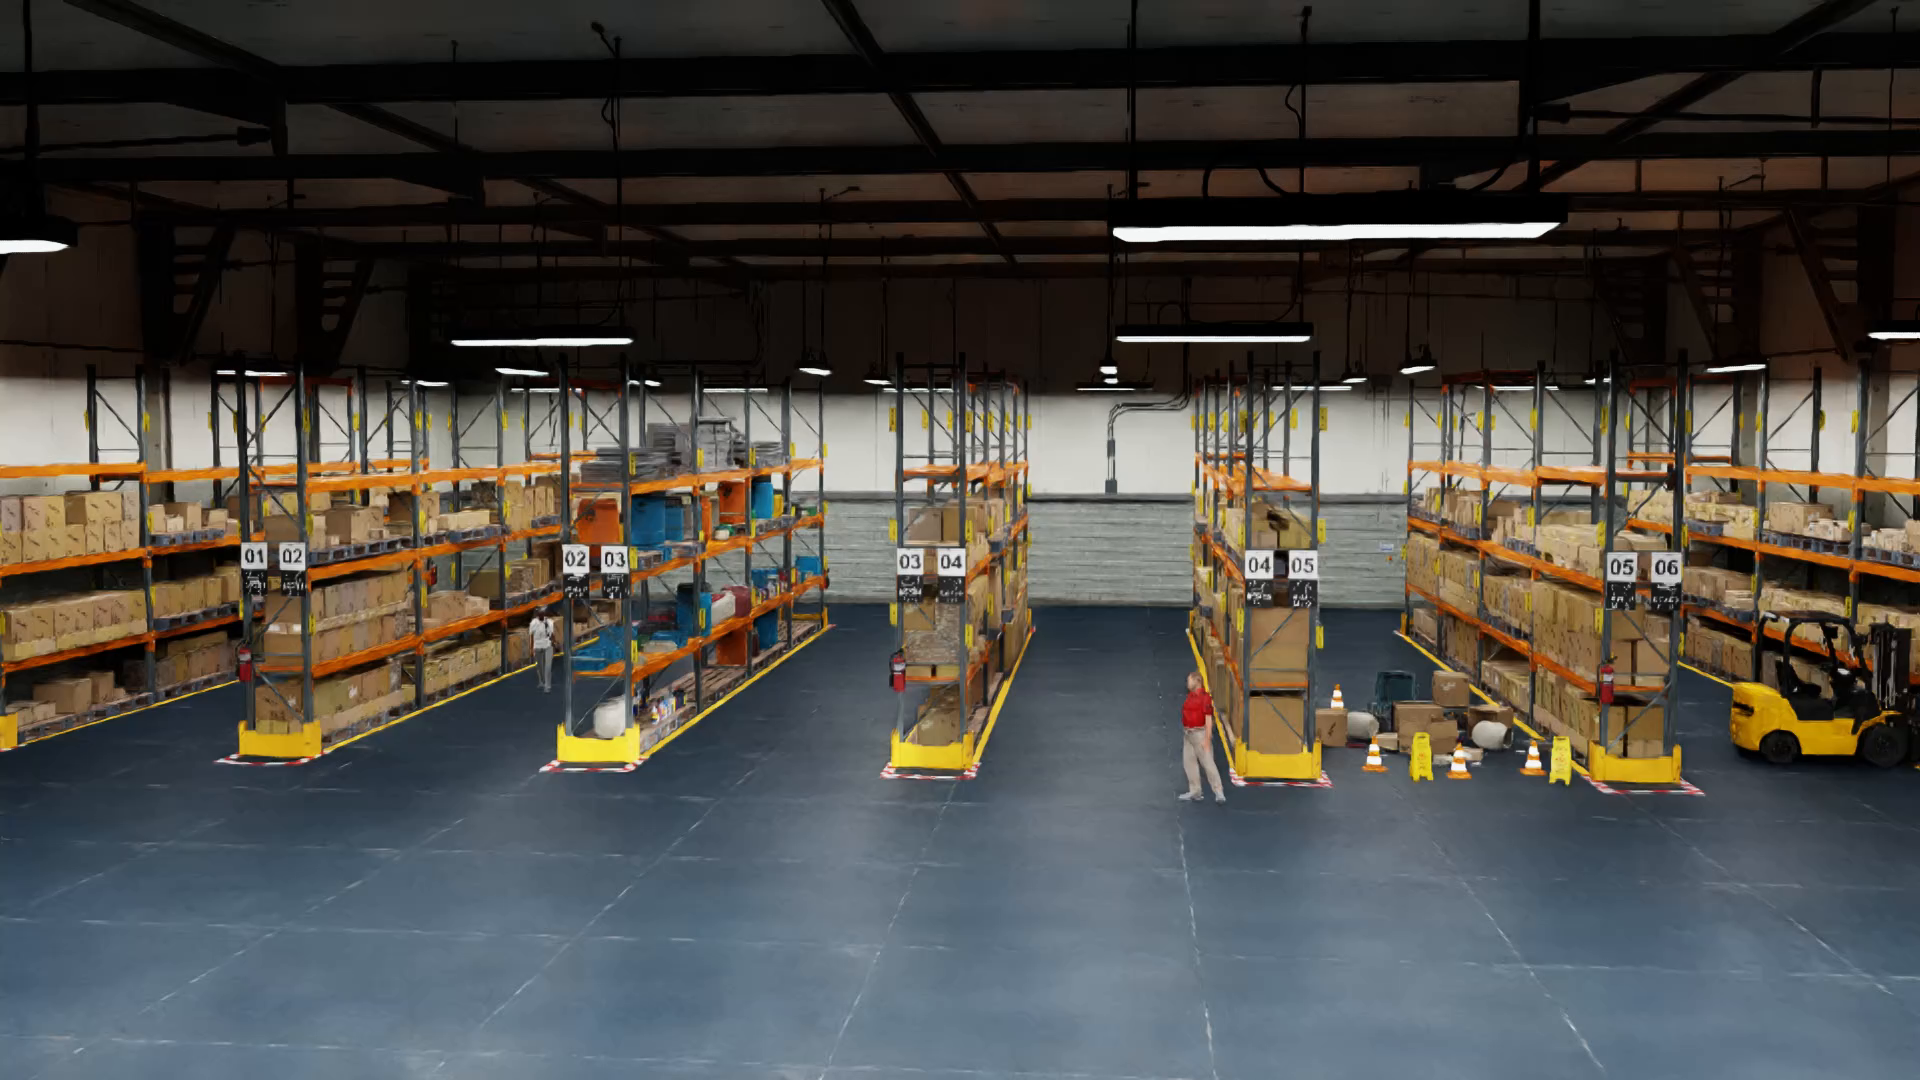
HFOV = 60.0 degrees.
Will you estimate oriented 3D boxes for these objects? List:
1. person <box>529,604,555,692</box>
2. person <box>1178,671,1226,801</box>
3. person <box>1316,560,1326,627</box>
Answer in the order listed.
[{"bbox_3d":[-7.764,1.981,30.888,0.448,1.622,0.996,0,4,-3],"label":"person"},{"bbox_3d":[3.208,2.589,21.988,0.552,1.716,0.651,-2,4,-22],"label":"person"},{"bbox_3d":[8.500,1.251,40.177,0.498,1.767,0.698,3,5,37],"label":"person"}]
